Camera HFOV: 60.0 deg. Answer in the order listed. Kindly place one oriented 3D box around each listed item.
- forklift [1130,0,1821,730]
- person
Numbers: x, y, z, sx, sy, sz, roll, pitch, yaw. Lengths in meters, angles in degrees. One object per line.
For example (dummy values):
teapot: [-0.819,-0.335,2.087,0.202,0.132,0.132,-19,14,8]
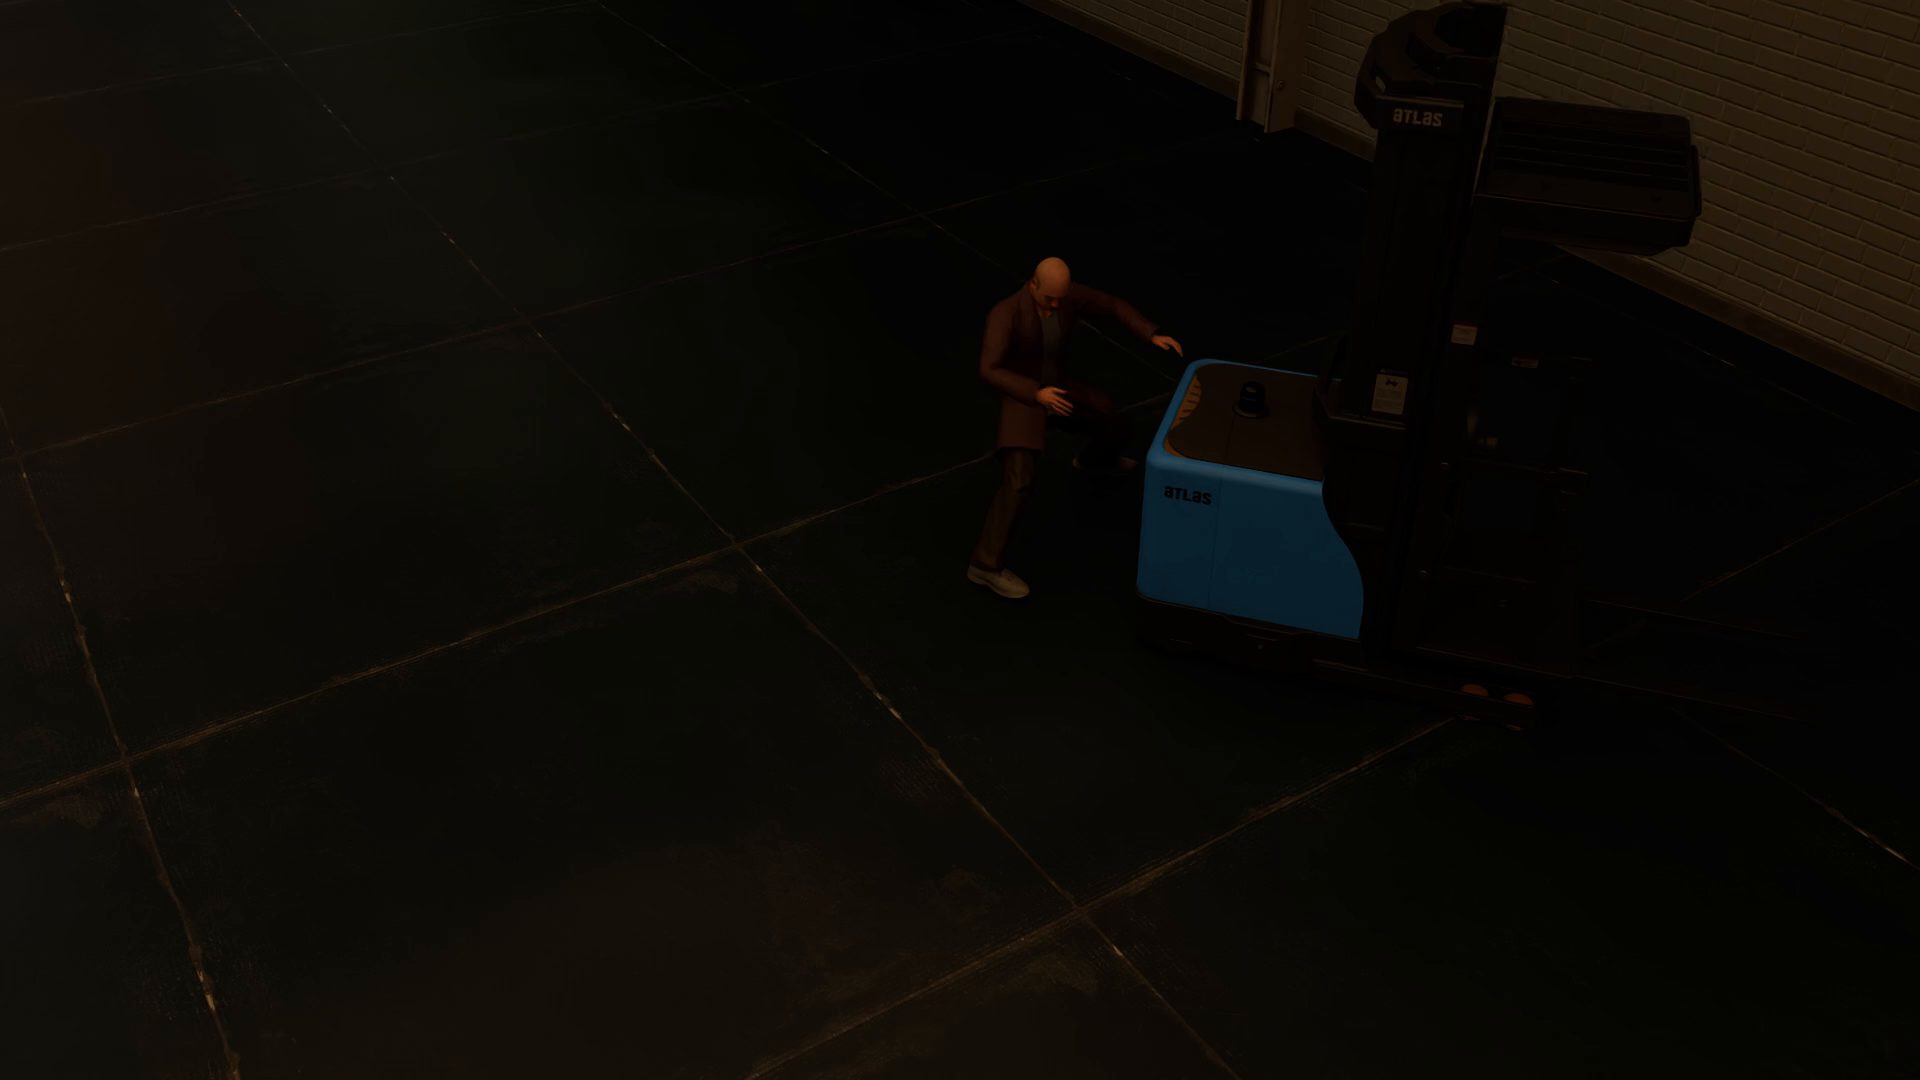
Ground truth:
forklift: [2.392,-0.689,7.128,3.031,2.935,1.130,11,37,15]
person: [0.552,-0.679,8.322,1.343,1.540,0.767,-22,41,-28]
